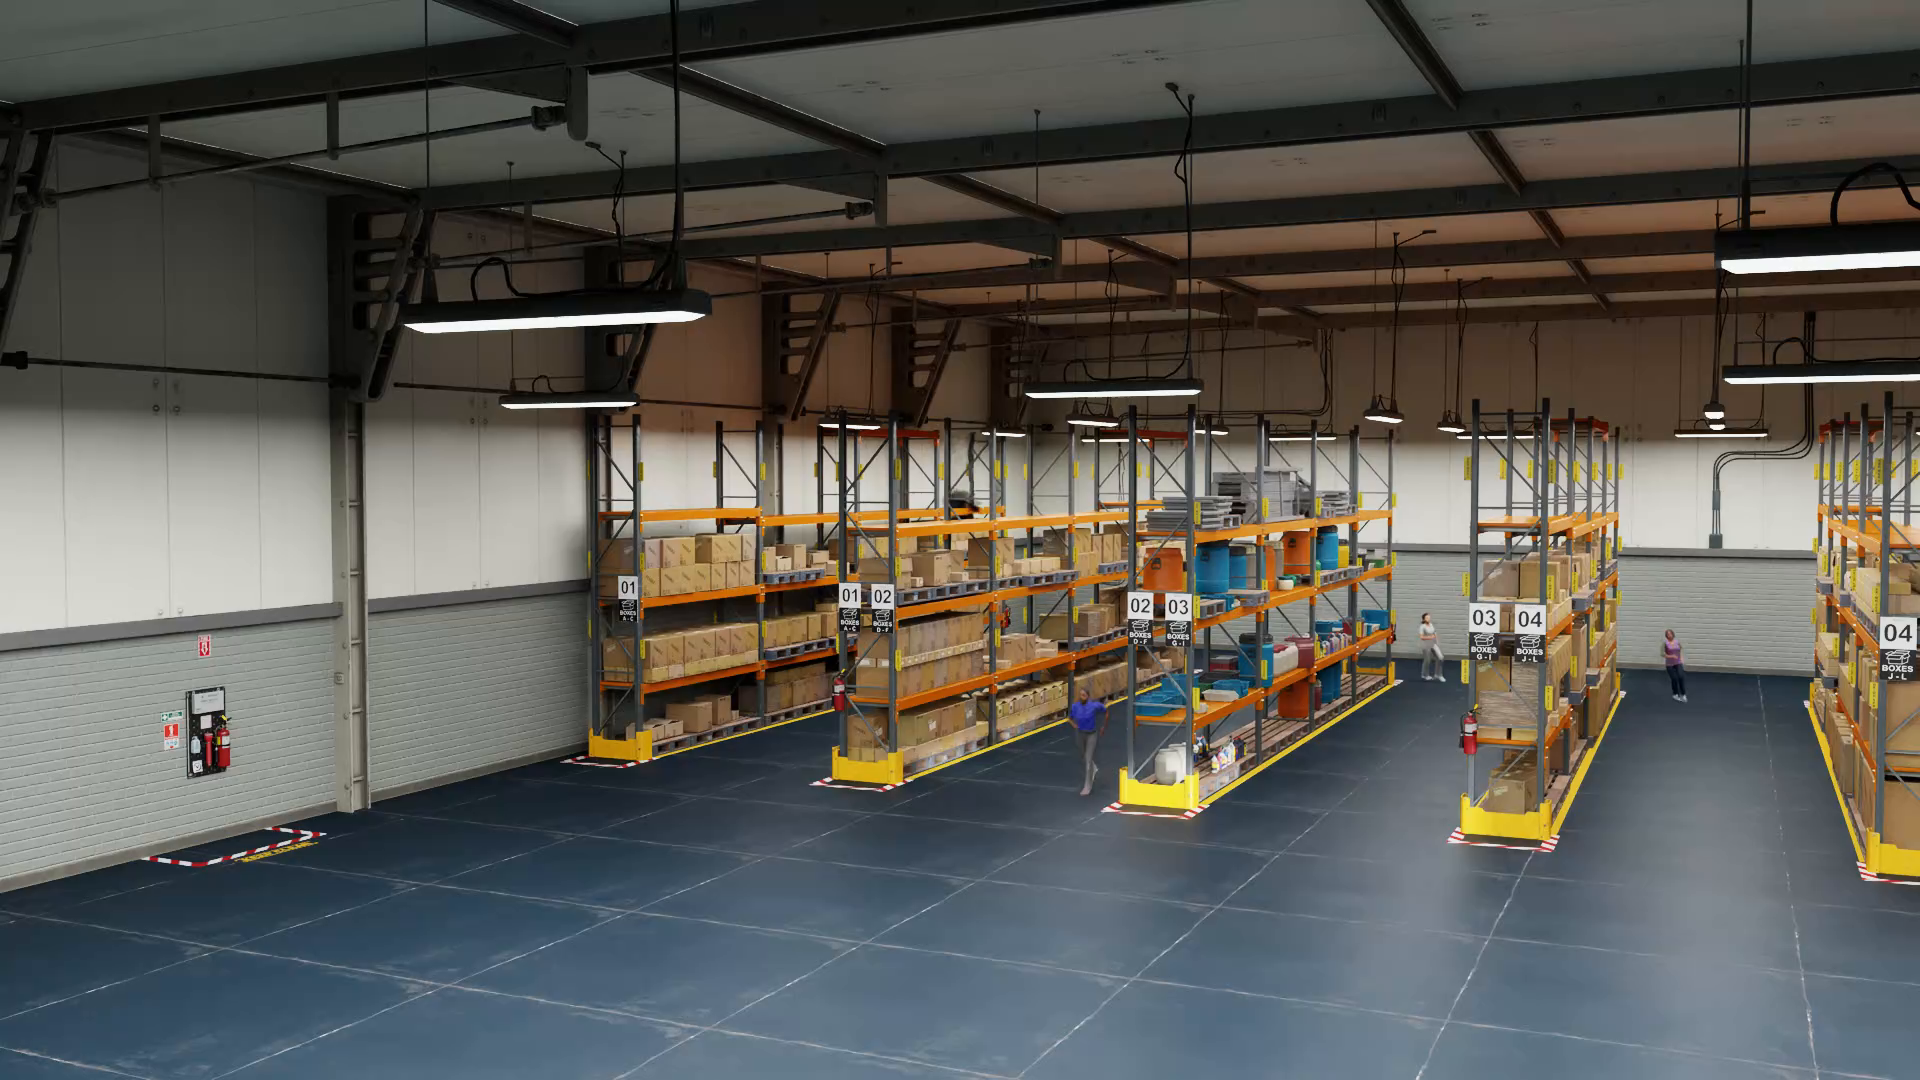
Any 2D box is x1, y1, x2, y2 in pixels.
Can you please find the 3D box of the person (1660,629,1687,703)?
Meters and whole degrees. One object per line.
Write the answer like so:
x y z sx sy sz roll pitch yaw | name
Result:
15.509 2.730 36.157 0.554 1.595 0.636 1 2 13 | person

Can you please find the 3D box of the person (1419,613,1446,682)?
11.087 2.535 39.442 0.591 1.629 0.706 -1 3 -24 | person

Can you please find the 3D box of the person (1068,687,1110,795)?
2.027 3.134 26.116 0.632 1.686 0.910 1 3 25 | person
